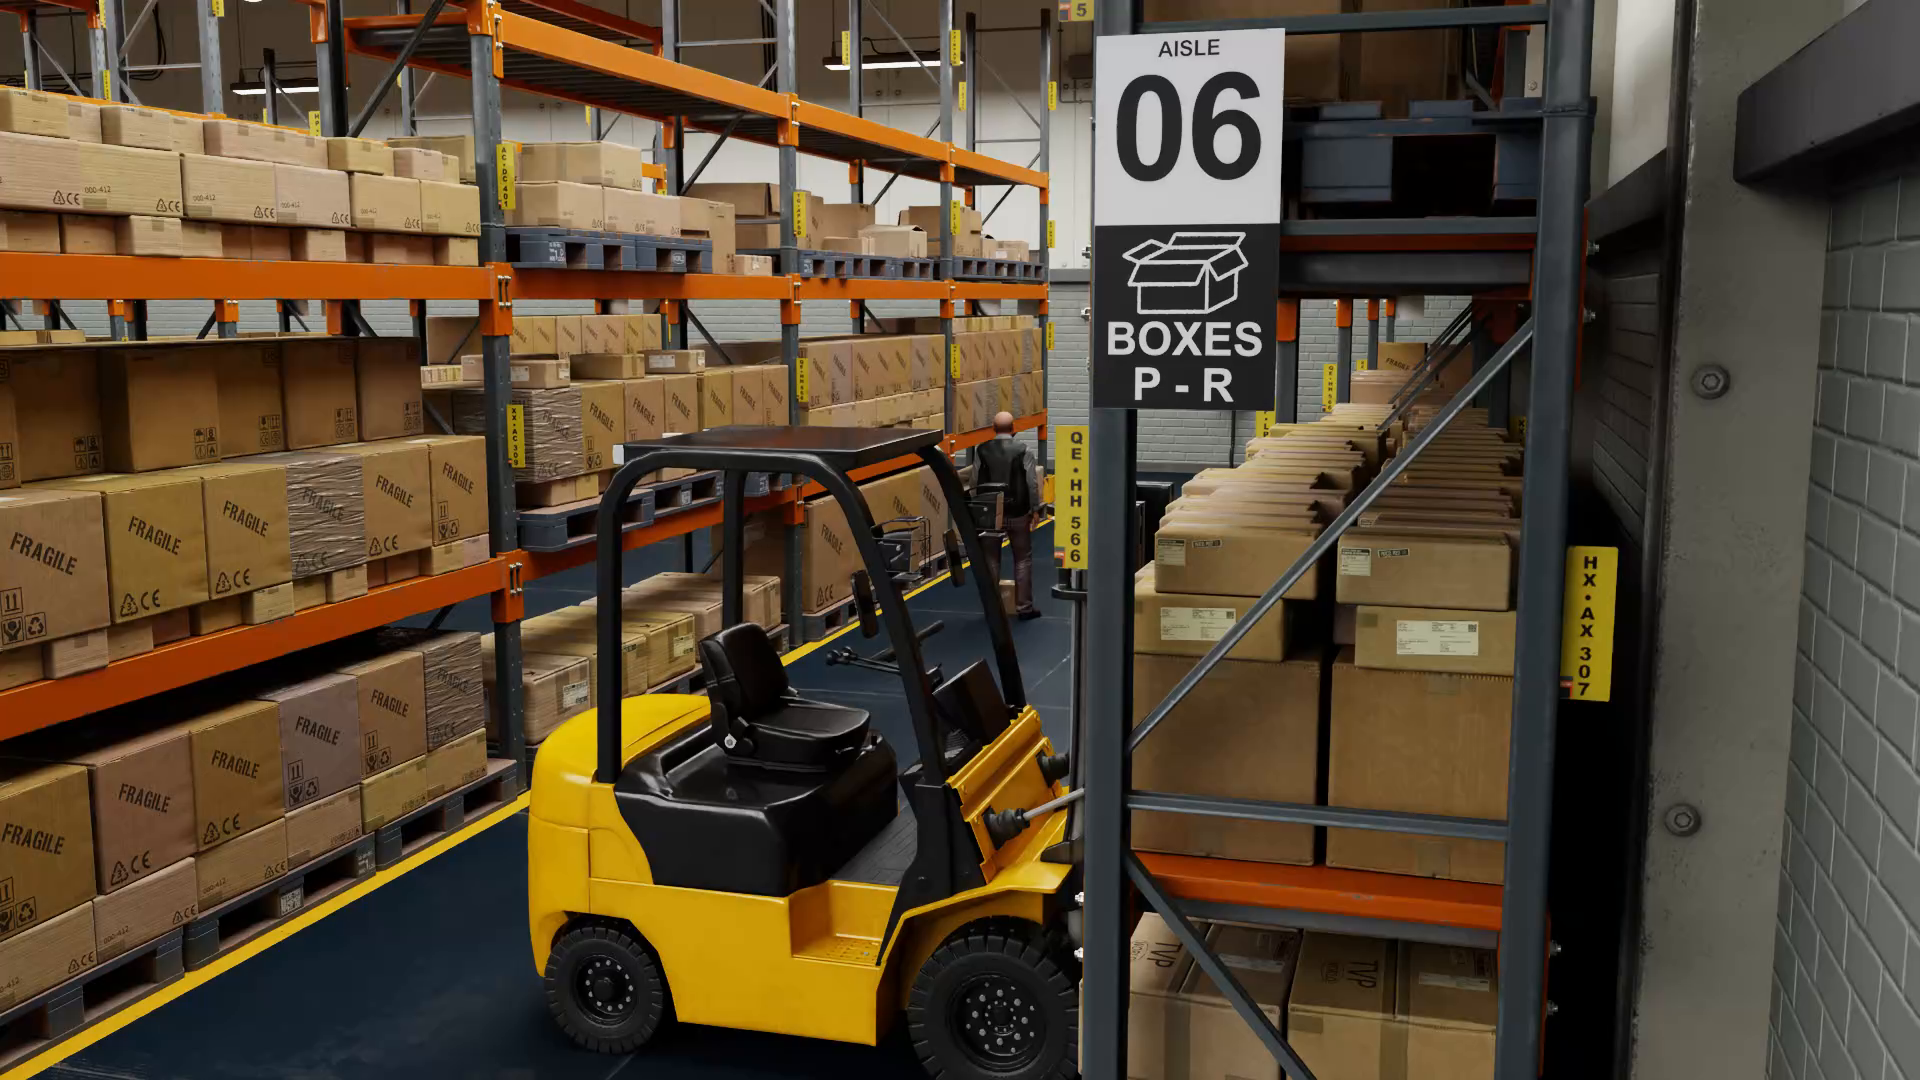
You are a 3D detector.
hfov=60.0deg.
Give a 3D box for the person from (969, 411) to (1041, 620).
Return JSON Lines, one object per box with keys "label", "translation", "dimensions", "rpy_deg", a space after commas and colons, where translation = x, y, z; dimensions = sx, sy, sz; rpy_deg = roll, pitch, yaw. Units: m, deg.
{"label": "person", "translation": [0.368, -0.201, 13.803], "dimensions": [0.593, 1.720, 0.419], "rpy_deg": [2, 8, 13]}
